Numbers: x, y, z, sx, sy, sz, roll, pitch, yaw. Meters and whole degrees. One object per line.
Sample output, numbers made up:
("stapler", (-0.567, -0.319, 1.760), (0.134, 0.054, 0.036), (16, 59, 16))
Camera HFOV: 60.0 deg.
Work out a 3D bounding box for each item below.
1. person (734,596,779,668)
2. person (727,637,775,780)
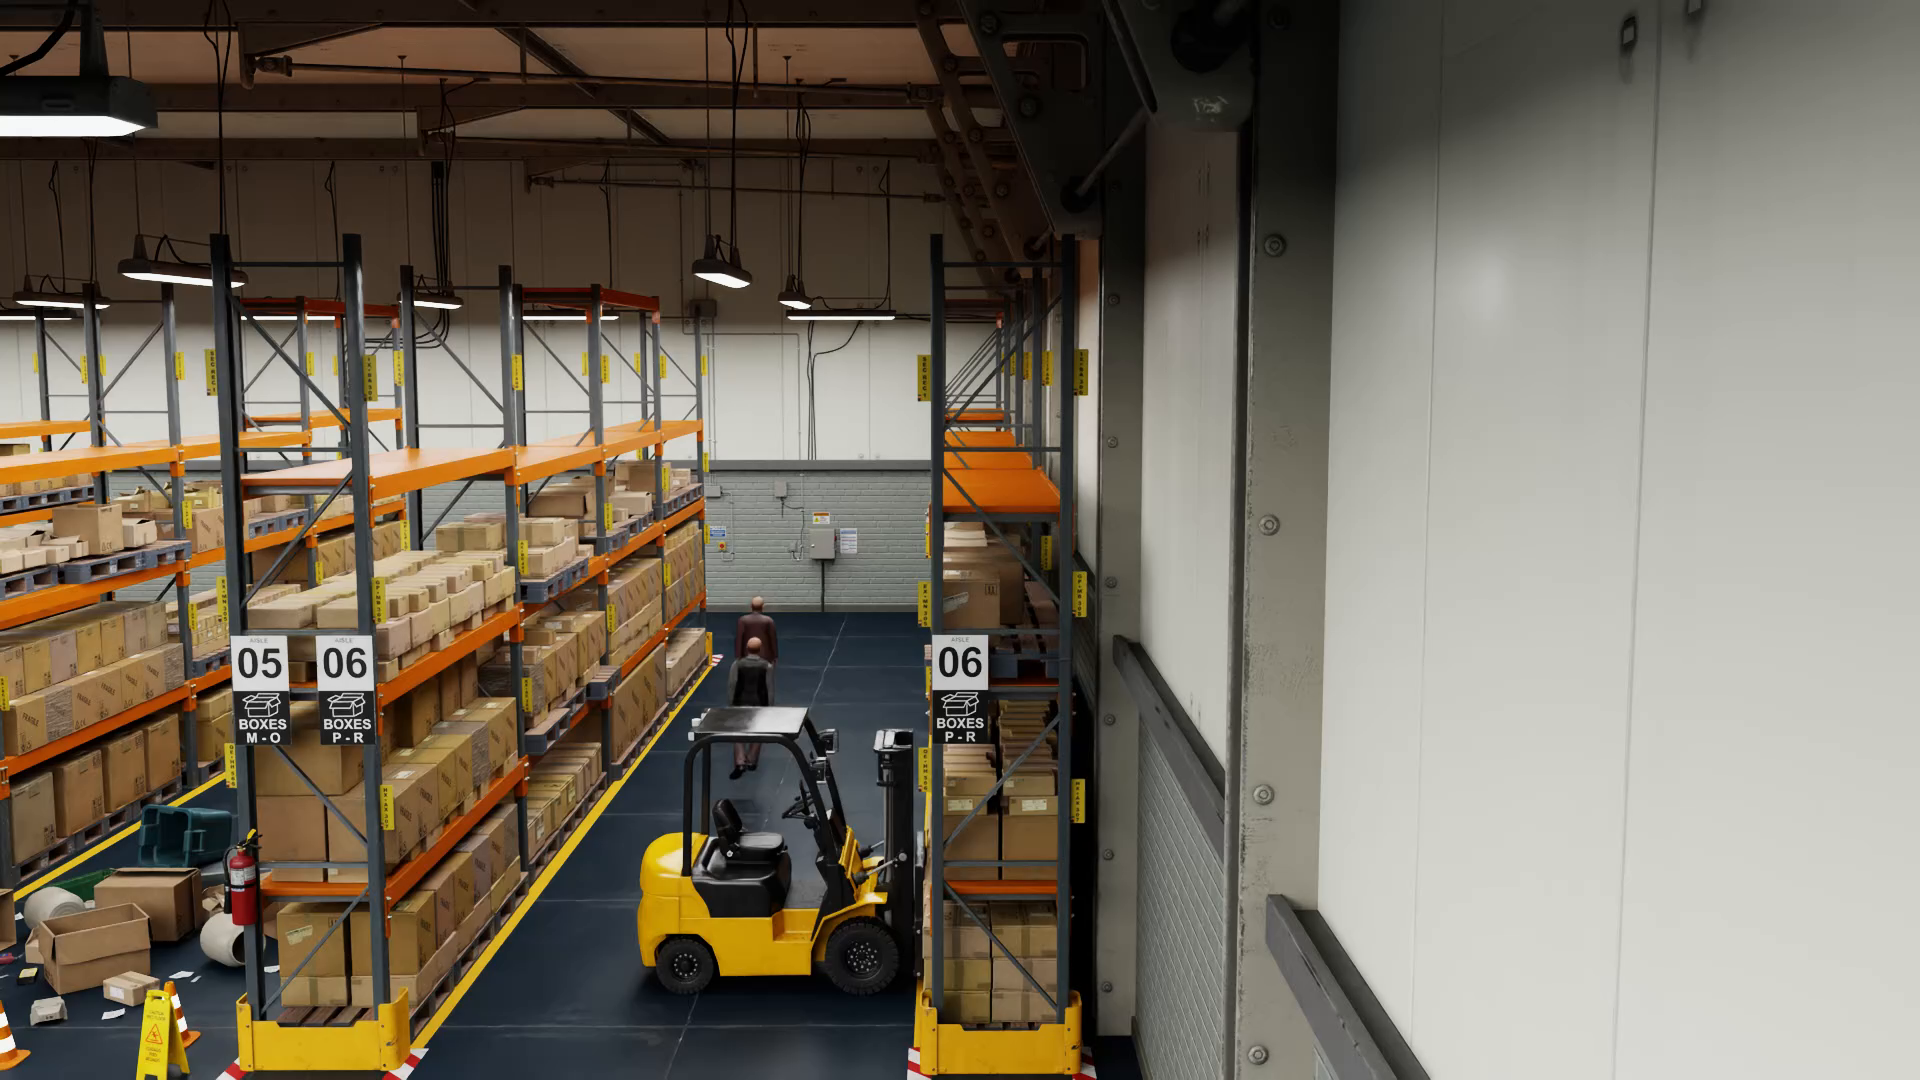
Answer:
("person", (-2.872, 1.672, 23.530), (0.601, 1.771, 0.487), (0, 6, 1))
("person", (-2.465, 1.988, 19.658), (0.565, 1.688, 0.546), (0, 6, -1))
